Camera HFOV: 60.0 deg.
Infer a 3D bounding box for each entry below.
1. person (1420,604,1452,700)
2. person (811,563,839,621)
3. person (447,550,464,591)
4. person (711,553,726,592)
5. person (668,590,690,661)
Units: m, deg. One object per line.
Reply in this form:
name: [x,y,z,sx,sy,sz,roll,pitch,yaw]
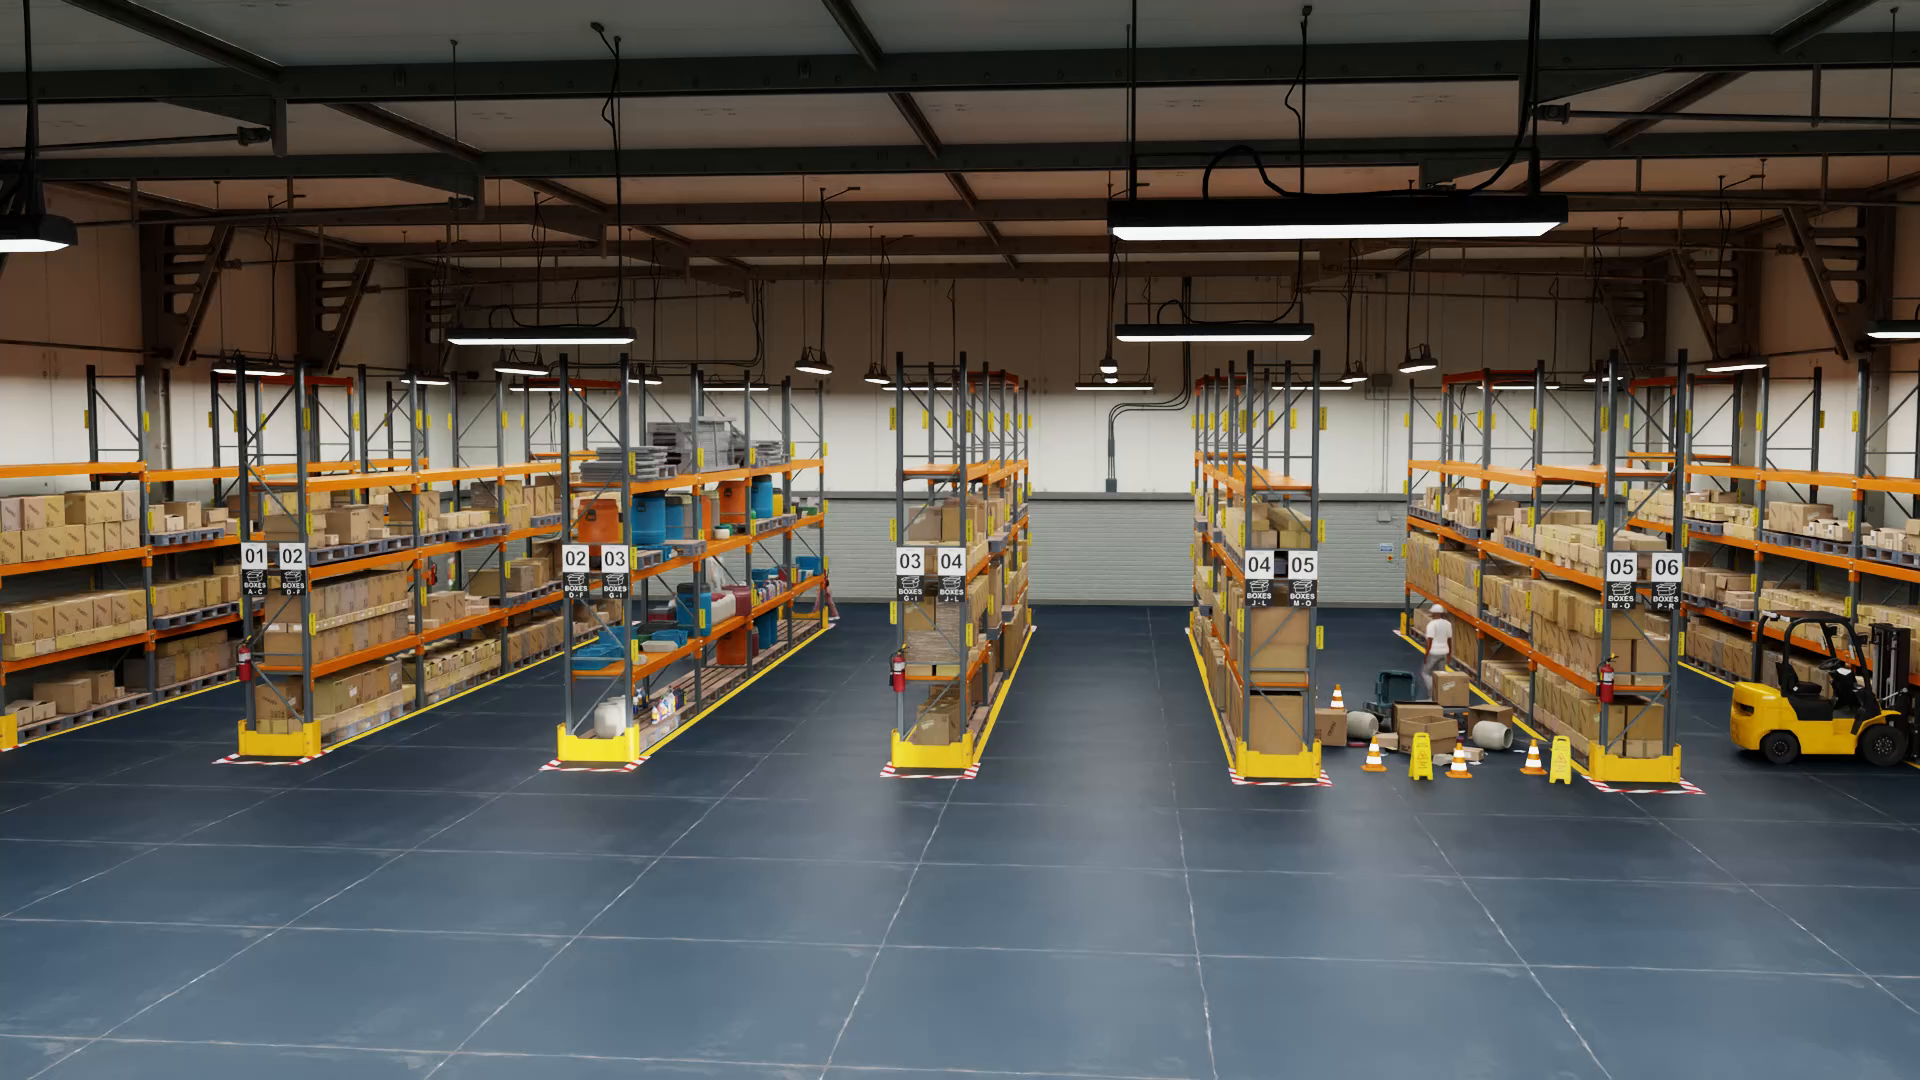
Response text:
person: [8.457,2.034,29.518,0.609,1.787,0.396,-2,5,-27]
person: [-3.472,1.215,41.704,0.881,1.639,0.473,-1,4,-12]
person: [-12.976,1.067,42.572,0.503,1.789,0.581,0,4,6]
person: [-6.527,0.989,44.573,0.536,1.655,0.439,2,5,28]
person: [-5.815,1.766,34.637,0.510,1.515,0.787,1,4,16]
